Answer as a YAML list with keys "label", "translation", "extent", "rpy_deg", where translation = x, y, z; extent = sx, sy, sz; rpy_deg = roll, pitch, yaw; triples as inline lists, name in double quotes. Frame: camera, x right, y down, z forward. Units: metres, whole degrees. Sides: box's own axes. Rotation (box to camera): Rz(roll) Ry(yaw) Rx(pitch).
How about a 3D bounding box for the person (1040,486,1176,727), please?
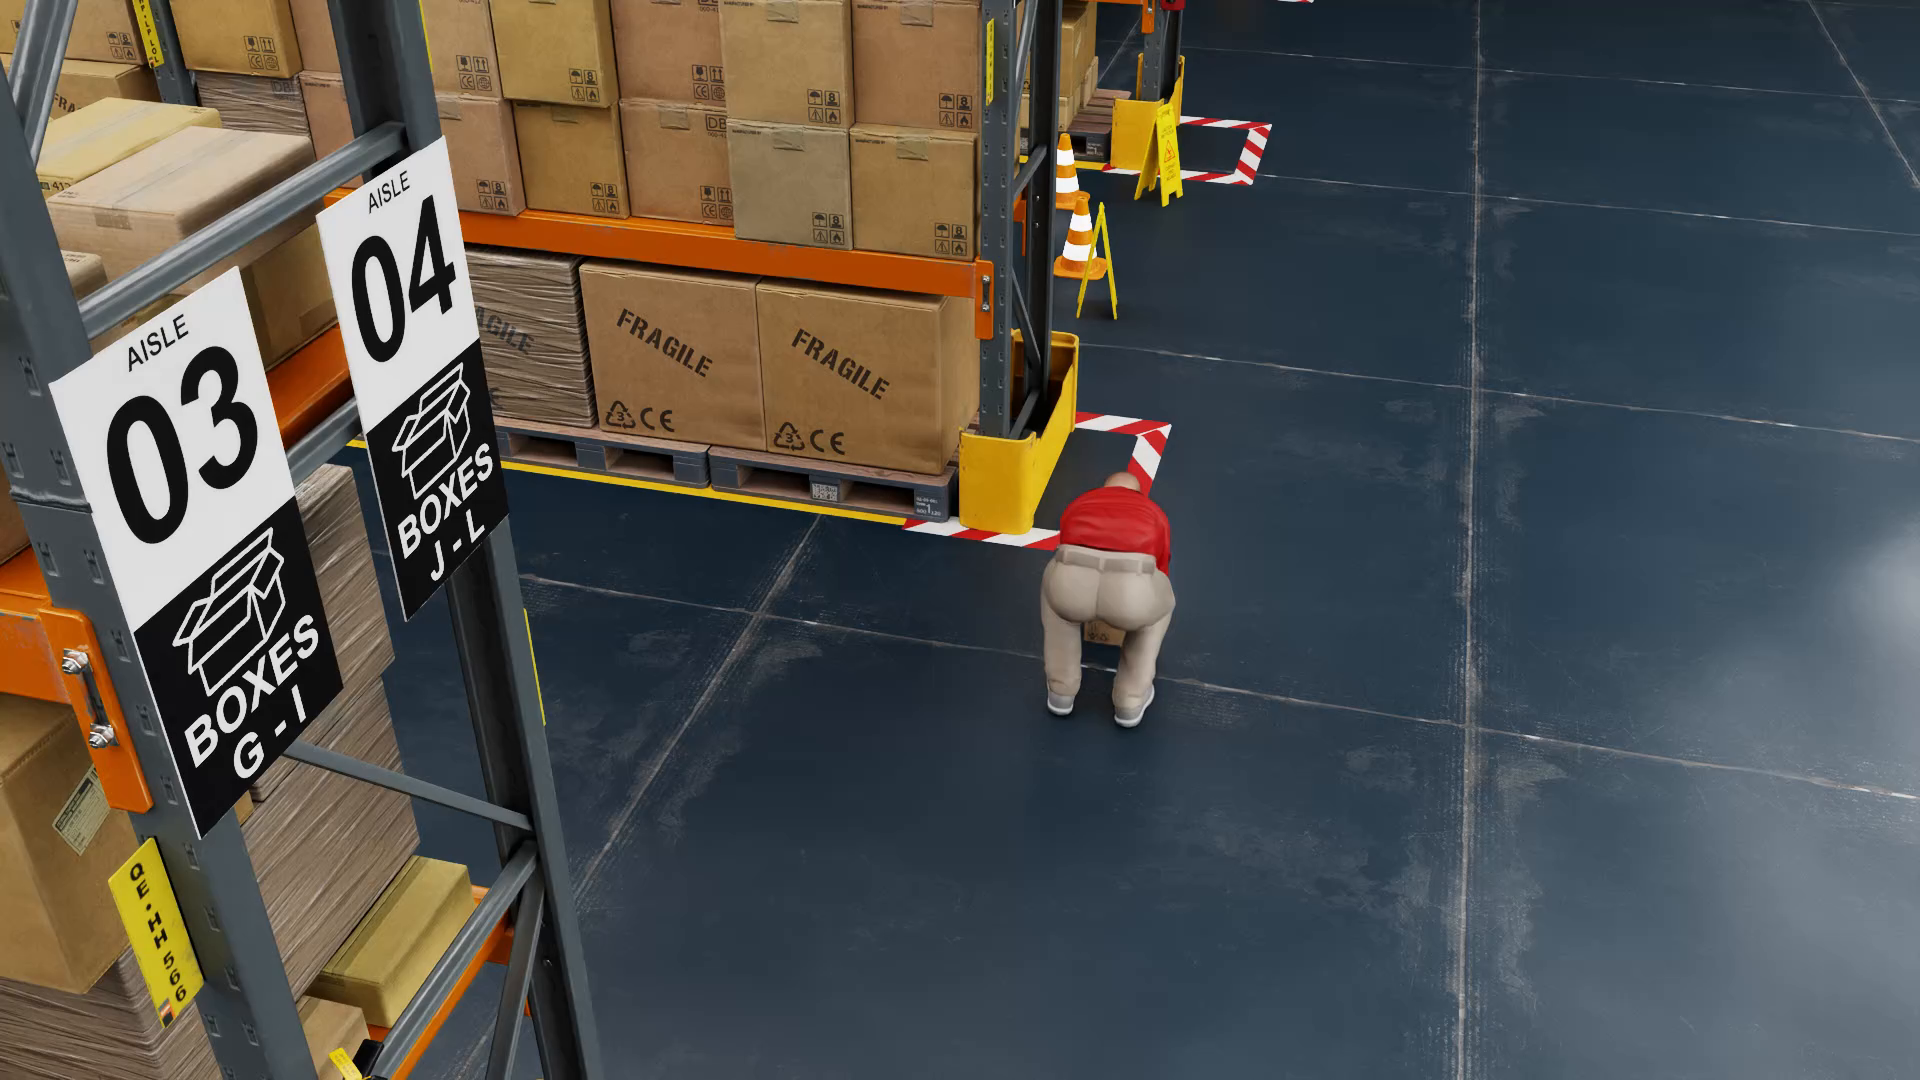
- label: "person"
  translation: [0.575, 0.242, 6.583]
  extent: [0.544, 0.860, 0.782]
  rpy_deg: [7, 33, 10]
